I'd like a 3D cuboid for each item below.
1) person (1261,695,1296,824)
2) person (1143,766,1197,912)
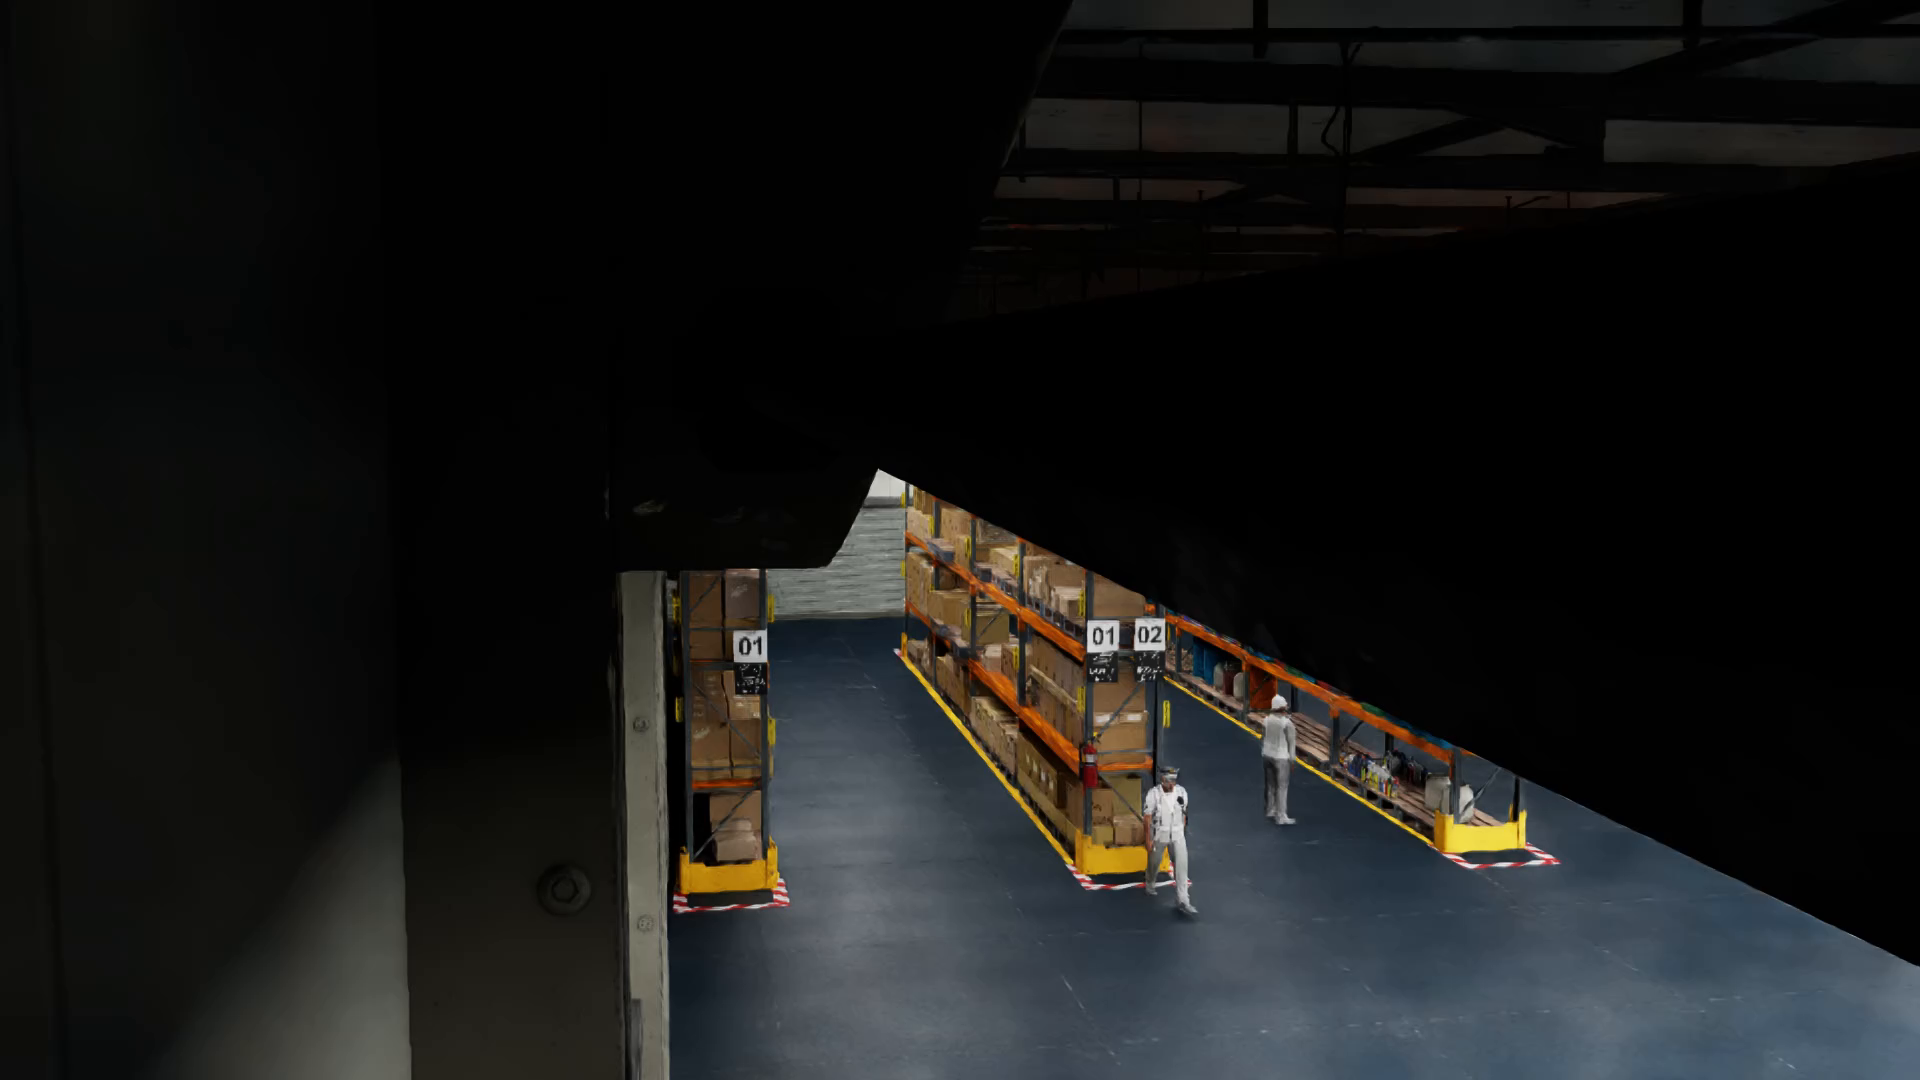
[{"bbox_3d":[4.463,3.037,23.180,0.447,1.771,0.586,-5,8,-40],"label":"person"},{"bbox_3d":[2.419,3.458,19.521,0.542,1.675,1.126,-1,6,-8],"label":"person"}]
